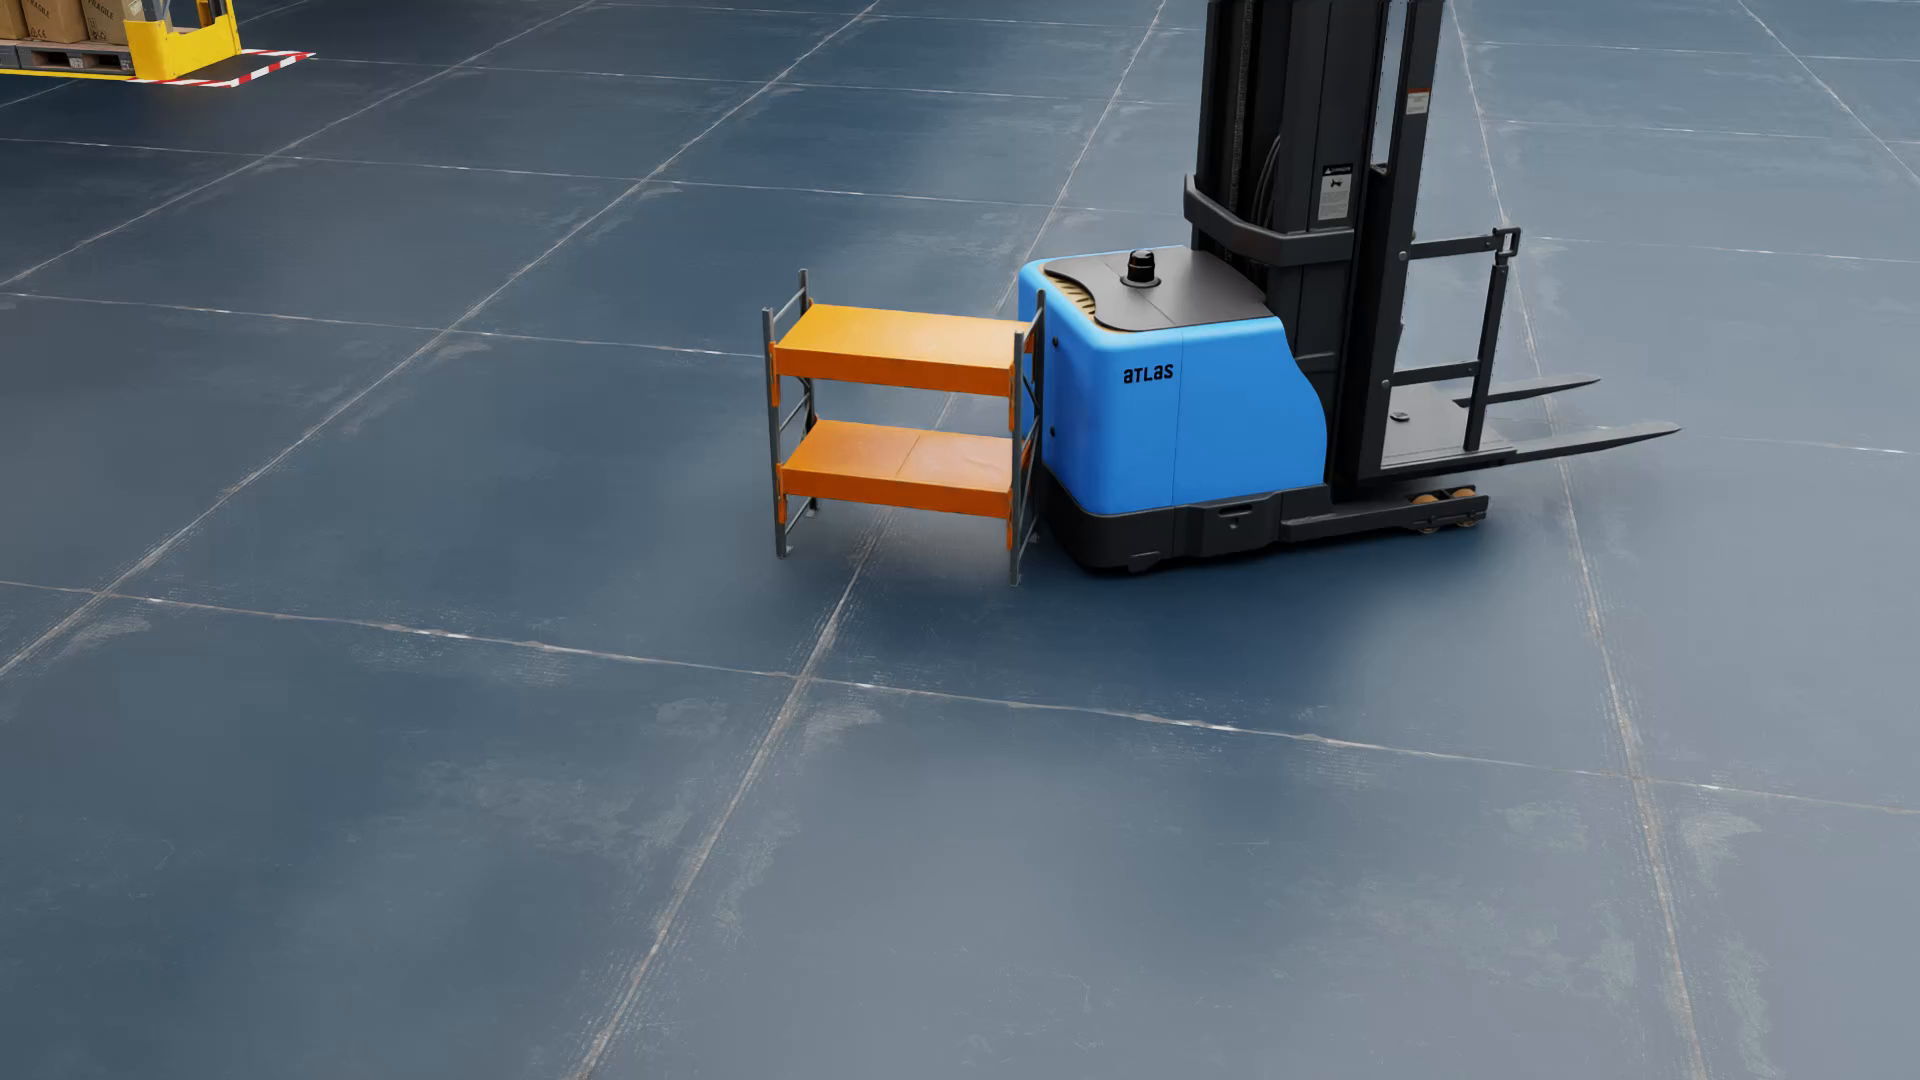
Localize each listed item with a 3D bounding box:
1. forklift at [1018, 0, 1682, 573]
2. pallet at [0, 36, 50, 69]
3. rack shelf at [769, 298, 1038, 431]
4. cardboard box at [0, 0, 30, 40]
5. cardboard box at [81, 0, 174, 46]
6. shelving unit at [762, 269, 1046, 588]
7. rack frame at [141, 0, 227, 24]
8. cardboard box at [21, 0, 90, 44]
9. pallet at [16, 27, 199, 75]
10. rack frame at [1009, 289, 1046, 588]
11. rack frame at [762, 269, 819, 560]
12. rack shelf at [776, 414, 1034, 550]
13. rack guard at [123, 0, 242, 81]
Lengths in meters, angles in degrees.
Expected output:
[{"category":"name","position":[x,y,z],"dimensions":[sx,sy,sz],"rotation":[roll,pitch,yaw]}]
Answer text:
[{"category":"forklift","position":[1.817,-1.548,7.026],"dimensions":[3.031,2.935,1.130],"rotation":[-8,30,-15]},{"category":"pallet","position":[-8.988,-4.643,15.512],"dimensions":[1.213,0.211,1.003],"rotation":[6,29,11]},{"category":"rack shelf","position":[-0.216,-0.727,6.797],"dimensions":[1.000,0.278,0.538],"rotation":[7,29,12]},{"category":"cardboard box","position":[-8.744,-4.911,15.263],"dimensions":[0.500,0.500,0.500],"rotation":[9,30,15]},{"category":"cardboard box","position":[-7.544,-4.796,15.052],"dimensions":[0.500,0.500,0.500],"rotation":[11,31,20]},{"category":"shelving unit","position":[-0.216,-0.470,6.937],"dimensions":[1.048,1.125,0.538],"rotation":[7,29,12]},{"category":"rack frame","position":[-6.937,-5.637,14.424],"dimensions":[0.127,3.000,1.000],"rotation":[6,29,11]},{"category":"cardboard box","position":[-8.136,-4.839,15.132],"dimensions":[0.500,0.500,0.500],"rotation":[14,32,24]},{"category":"pallet","position":[-7.799,-4.520,15.286],"dimensions":[1.213,0.211,1.003],"rotation":[6,29,11]},{"category":"rack frame","position":[0.279,-0.413,6.833],"dimensions":[0.032,1.125,0.500],"rotation":[7,29,12]},{"category":"rack frame","position":[-0.710,-0.527,7.041],"dimensions":[0.032,1.125,0.500],"rotation":[7,29,12]},{"category":"rack shelf","position":[-0.216,-0.256,7.055],"dimensions":[1.000,0.278,0.538],"rotation":[7,29,12]},{"category":"rack guard","position":[-7.011,-4.549,15.038],"dimensions":[0.348,0.500,1.175],"rotation":[6,29,11]}]
